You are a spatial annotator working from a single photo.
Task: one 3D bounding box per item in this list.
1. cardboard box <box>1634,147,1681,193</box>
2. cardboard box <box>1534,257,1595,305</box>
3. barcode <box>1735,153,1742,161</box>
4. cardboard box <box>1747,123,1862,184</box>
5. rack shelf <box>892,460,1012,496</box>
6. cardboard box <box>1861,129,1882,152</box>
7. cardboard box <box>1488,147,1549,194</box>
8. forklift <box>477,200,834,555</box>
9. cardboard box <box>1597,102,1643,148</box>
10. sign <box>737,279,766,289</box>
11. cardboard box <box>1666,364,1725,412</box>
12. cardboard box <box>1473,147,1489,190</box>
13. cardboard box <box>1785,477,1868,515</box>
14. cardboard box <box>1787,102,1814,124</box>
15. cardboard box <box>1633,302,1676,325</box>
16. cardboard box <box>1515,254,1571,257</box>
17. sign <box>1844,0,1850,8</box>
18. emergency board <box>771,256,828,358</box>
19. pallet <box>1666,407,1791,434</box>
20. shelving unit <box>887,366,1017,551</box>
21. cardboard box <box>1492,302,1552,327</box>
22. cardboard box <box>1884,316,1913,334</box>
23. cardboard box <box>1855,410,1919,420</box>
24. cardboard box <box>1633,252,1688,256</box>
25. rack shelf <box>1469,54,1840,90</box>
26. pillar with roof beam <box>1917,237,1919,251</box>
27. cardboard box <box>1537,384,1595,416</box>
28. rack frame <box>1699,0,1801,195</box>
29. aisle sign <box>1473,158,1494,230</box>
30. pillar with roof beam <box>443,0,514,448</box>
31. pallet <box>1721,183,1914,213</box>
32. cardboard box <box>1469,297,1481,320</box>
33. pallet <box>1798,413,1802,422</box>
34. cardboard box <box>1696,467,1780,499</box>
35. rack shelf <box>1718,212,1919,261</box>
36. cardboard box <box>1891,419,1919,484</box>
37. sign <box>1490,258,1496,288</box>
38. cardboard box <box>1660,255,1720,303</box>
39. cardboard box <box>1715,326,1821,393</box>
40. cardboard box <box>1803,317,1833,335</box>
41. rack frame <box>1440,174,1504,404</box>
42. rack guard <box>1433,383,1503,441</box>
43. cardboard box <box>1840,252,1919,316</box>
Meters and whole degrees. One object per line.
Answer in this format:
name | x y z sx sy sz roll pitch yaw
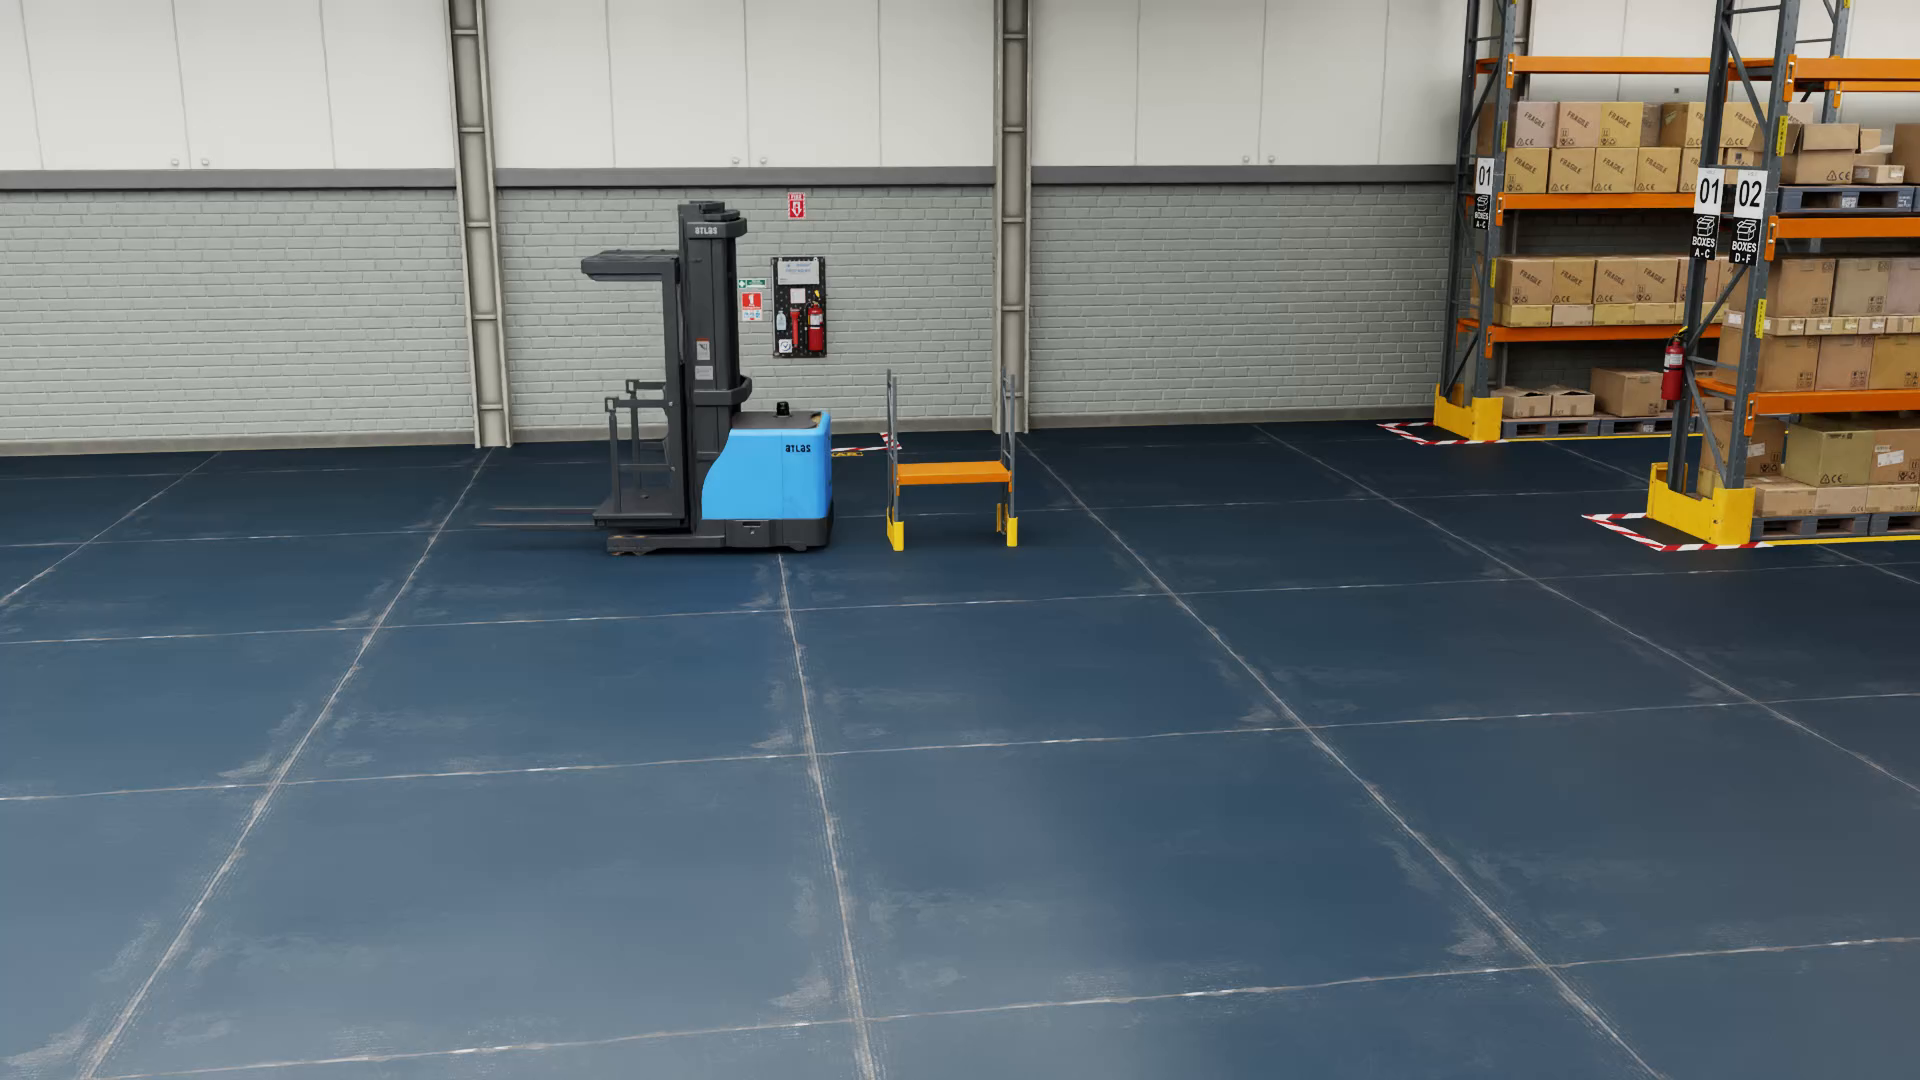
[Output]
cardboard box | 7.914 -4.265 19.148 0.500 0.500 0.500 -1 14 -5
cardboard box | 6.977 -3.006 19.266 0.500 0.500 0.500 -2 14 -8
barcode | 6.938 -3.416 14.819 0.075 0.075 0.001 -2 14 -8
cardboard box | 7.280 -3.349 14.381 0.637 0.503 0.797 -1 14 -4
rack shelf | -0.084 -0.550 14.571 1.000 0.185 0.538 -2 14 -8
cardboard box | 10.478 -4.597 19.651 0.500 0.500 0.500 0 14 0
cardboard box | 6.338 -4.210 18.928 0.500 0.500 0.500 -2 14 -7
forklift | -2.656 -1.421 14.364 3.031 2.935 1.130 0 14 -1
cardboard box | 7.396 -4.725 18.929 0.500 0.500 0.500 -2 14 -7
sign | -2.405 -2.957 19.184 0.331 0.109 0.001 -2 14 -8
cardboard box | 8.905 -1.843 20.139 0.500 0.500 0.500 -3 14 -13
cardboard box | 6.345 -4.334 19.422 0.500 0.500 0.500 -1 14 -4
cardboard box | 7.769 -0.408 14.971 0.500 0.250 0.500 -2 14 -8
cardboard box | 9.470 -4.804 19.243 0.500 0.500 0.500 -3 14 -13
cardboard box | 8.016 -2.680 19.508 0.500 0.250 0.500 -2 14 -8
cardboard box | 6.904 -3.129 19.758 0.500 0.500 0.500 -2 14 -8
sign | 9.988 -6.160 18.700 0.005 0.325 0.100 -2 14 -8
emergency board | -1.849 -2.680 19.242 0.643 1.169 0.194 -2 14 -8
pallet | 9.266 -1.504 20.285 1.213 0.211 1.003 -2 14 -8
shelving unit | -0.075 -0.725 14.528 1.083 1.500 0.587 -2 14 -8
cardboard box | 6.500 -2.623 19.280 0.500 0.250 0.500 -3 14 -10
cardboard box | 8.152 -1.916 14.658 0.250 0.149 0.380 -3 14 -10
cardboard box | 8.679 -0.935 15.532 0.500 0.500 0.500 -2 14 -8
cardboard box | 8.424 -3.189 19.996 0.500 0.500 0.500 -2 14 -7
rack shelf | 7.948 -5.376 19.146 4.000 0.370 1.077 -2 14 -8
pillar with roof beam | 13.108 -5.070 16.437 0.400 9.000 9.100 -2 14 -8
cardboard box | 7.231 -1.678 19.868 0.500 0.311 0.500 -1 14 -4
rack frame | 6.712 -4.463 14.018 0.127 3.000 1.000 -2 14 -8
aisle sign | 5.943 -3.931 18.884 0.004 0.787 0.394 -2 14 -8
pillar with roof beam | -4.691 -4.417 13.836 0.400 9.000 9.100 -2 14 -8
pallet | 7.415 -2.984 14.471 1.213 0.211 1.003 -2 14 -8
cardboard box | 6.403 -2.745 19.768 0.500 0.250 0.500 -2 14 -7
pallet | 10.695 -1.565 20.530 1.213 0.211 1.003 -2 14 -8
cardboard box | 7.198 -0.513 15.392 0.500 0.250 0.500 -2 14 -8
rack shelf | 8.689 -2.731 14.759 4.000 0.370 1.077 -2 14 -8
cardboard box | 8.759 -0.806 15.018 0.500 0.500 0.500 -2 14 -8
sign | 6.051 -3.034 18.873 0.005 0.325 0.100 -2 14 -8
cardboard box | 8.512 -3.063 19.496 0.500 0.500 0.500 -3 14 -10
cardboard box | 7.175 -1.615 14.791 0.500 0.500 0.700 -2 14 -8
cardboard box | 7.392 -1.889 14.548 0.250 0.149 0.380 -2 14 -10
rack frame | 5.970 -2.744 19.499 0.127 3.000 1.000 -2 14 -8
rack guard | 6.045 -1.535 19.814 0.348 0.500 1.175 -2 14 -8
cardboard box | 8.245 -2.285 14.795 0.500 0.500 0.700 -2 14 -8
